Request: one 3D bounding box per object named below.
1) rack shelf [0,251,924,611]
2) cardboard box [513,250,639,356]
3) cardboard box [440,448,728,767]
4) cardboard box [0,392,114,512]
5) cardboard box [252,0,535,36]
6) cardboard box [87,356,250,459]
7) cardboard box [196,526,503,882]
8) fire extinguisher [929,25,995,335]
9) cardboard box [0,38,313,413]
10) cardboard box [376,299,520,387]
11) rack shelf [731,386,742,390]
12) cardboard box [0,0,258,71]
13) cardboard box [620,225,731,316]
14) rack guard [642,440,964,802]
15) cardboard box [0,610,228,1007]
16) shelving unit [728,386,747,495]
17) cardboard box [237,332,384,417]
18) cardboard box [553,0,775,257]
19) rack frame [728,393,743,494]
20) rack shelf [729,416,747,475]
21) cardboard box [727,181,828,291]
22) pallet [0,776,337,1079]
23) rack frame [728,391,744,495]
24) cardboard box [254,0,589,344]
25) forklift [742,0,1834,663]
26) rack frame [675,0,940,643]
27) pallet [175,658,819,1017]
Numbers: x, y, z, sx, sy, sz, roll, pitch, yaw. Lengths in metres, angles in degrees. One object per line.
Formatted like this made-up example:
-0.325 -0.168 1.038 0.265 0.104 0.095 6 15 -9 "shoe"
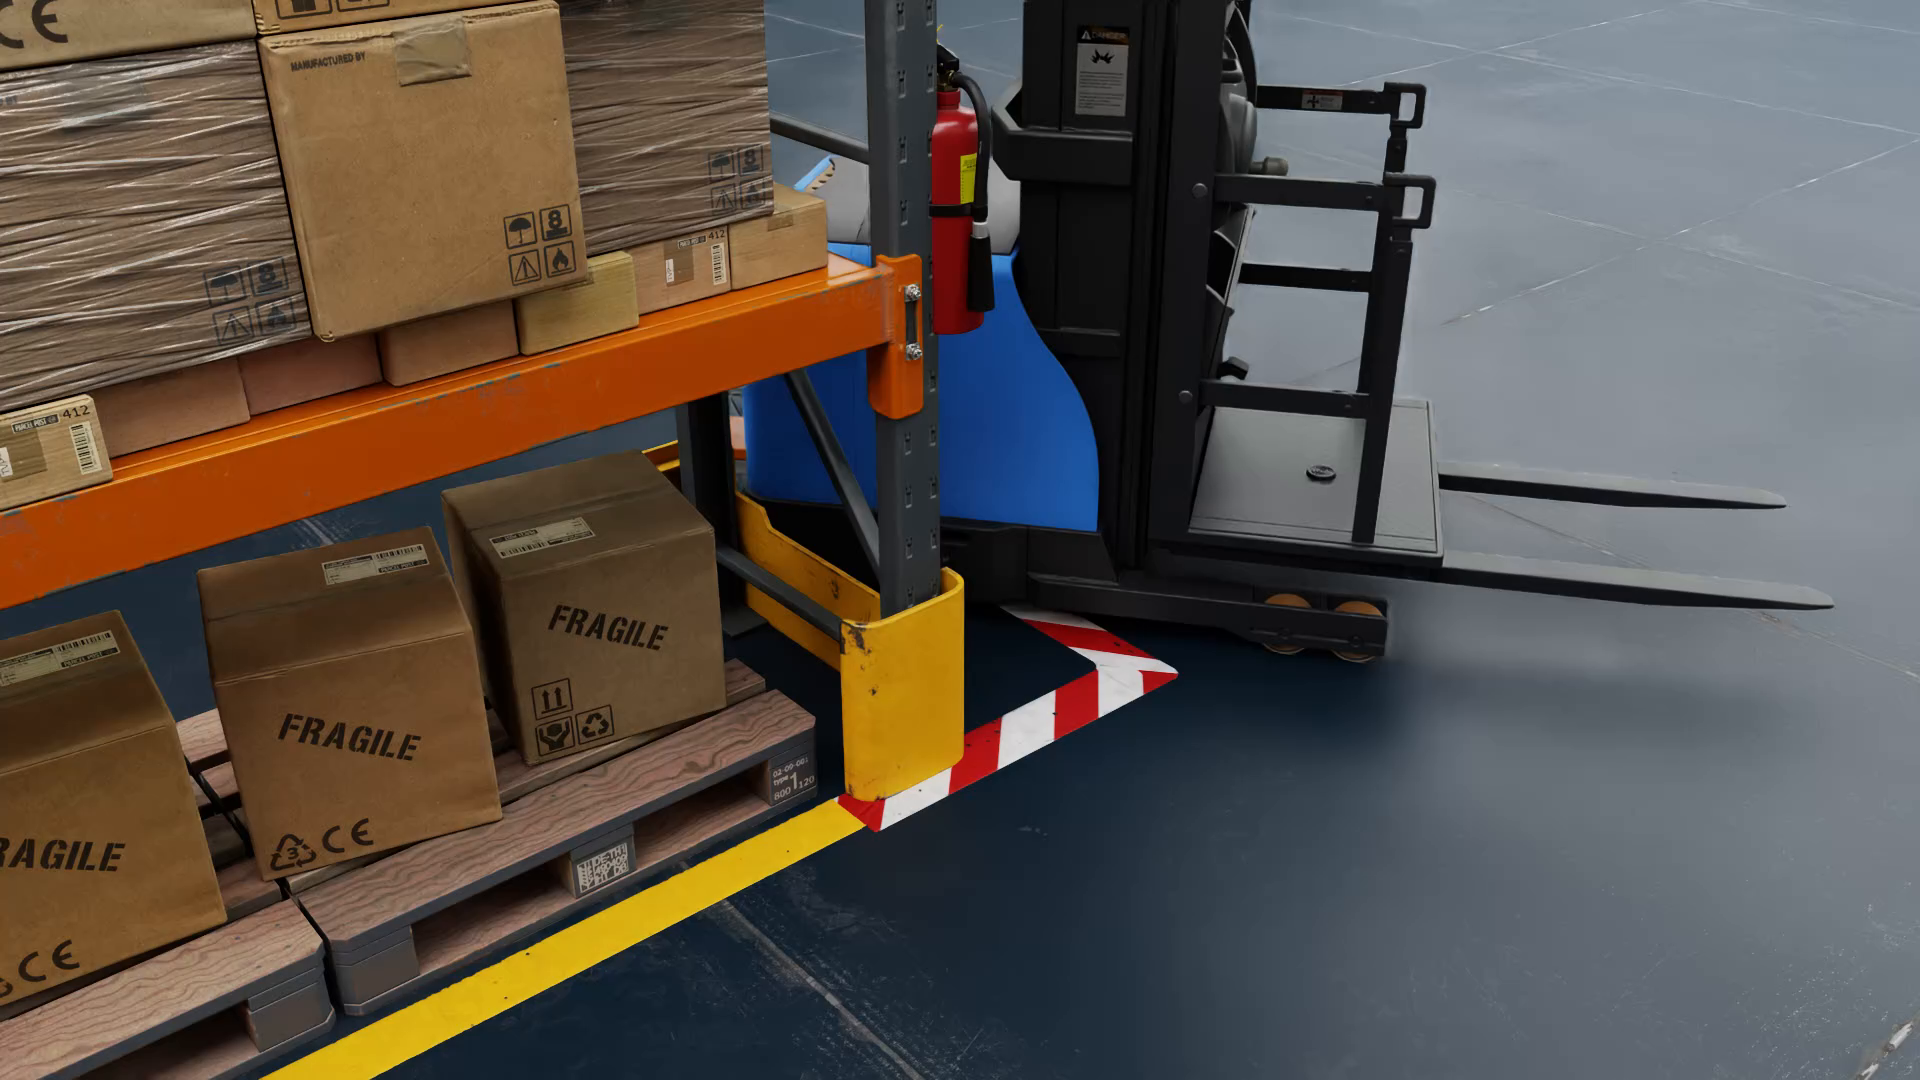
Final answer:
-1.937 -0.028 2.883 4.000 0.370 1.077 -22 35 -35 "rack shelf"
-0.846 -0.514 3.296 0.250 0.149 0.380 -22 35 -35 "cardboard box"
-0.901 0.145 4.002 0.500 0.500 0.500 -15 32 -26 "cardboard box"
-1.571 -0.188 2.687 0.250 0.149 0.380 -22 35 -35 "cardboard box"
-1.050 -1.161 2.758 0.500 0.500 0.500 -22 35 -35 "cardboard box"
-1.439 -0.297 2.889 0.250 0.149 0.380 -22 35 -35 "cardboard box"
-1.334 0.340 3.637 0.500 0.500 0.500 -13 31 -22 "cardboard box"
-0.029 -0.793 3.633 0.183 0.674 0.296 -22 35 -35 "fire extinguisher"
-1.563 -0.640 2.844 0.500 0.500 0.875 -22 35 -35 "cardboard box"
-1.046 -0.443 3.163 0.250 0.149 0.380 -22 35 -35 "cardboard box"
-0.698 -0.480 5.056 0.215 0.259 0.240 6 29 10 "rack shelf"
-1.432 -1.009 2.474 0.500 0.500 0.500 -22 35 -35 "cardboard box"
-0.689 -0.609 3.473 0.250 0.149 0.380 -22 35 -35 "cardboard box"
-0.473 0.169 4.404 0.348 0.500 1.175 -22 35 -35 "rack guard"
-1.823 0.525 3.291 0.500 0.500 0.500 -18 33 -30 "cardboard box"
-0.698 -0.489 5.051 0.215 1.050 0.252 6 29 10 "shelving unit"
-1.263 -0.381 3.047 0.250 0.149 0.380 -22 35 -35 "cardboard box"
-0.852 -0.974 3.468 0.500 0.500 0.875 -22 35 -35 "cardboard box"
-0.723 -0.433 4.946 0.200 1.050 0.008 6 29 10 "rack frame"
-0.698 -0.235 5.187 0.215 0.259 0.240 6 29 10 "rack shelf"
-0.498 -0.685 3.616 0.250 0.149 0.380 -22 35 -35 "cardboard box"
-2.042 0.903 3.336 1.213 0.211 1.003 -22 35 -35 "pallet"
-0.673 -0.545 5.157 0.200 1.050 0.008 6 29 10 "rack frame"
-1.154 -0.778 3.102 0.500 0.500 0.875 -22 35 -35 "cardboard box"
0.935 -1.228 4.439 3.031 2.935 1.130 6 29 11 "forklift"
-0.416 -0.957 3.858 0.127 3.000 1.000 -22 35 -35 "rack frame"
-1.114 0.532 4.031 1.213 0.211 1.003 -22 35 -35 "pallet"
